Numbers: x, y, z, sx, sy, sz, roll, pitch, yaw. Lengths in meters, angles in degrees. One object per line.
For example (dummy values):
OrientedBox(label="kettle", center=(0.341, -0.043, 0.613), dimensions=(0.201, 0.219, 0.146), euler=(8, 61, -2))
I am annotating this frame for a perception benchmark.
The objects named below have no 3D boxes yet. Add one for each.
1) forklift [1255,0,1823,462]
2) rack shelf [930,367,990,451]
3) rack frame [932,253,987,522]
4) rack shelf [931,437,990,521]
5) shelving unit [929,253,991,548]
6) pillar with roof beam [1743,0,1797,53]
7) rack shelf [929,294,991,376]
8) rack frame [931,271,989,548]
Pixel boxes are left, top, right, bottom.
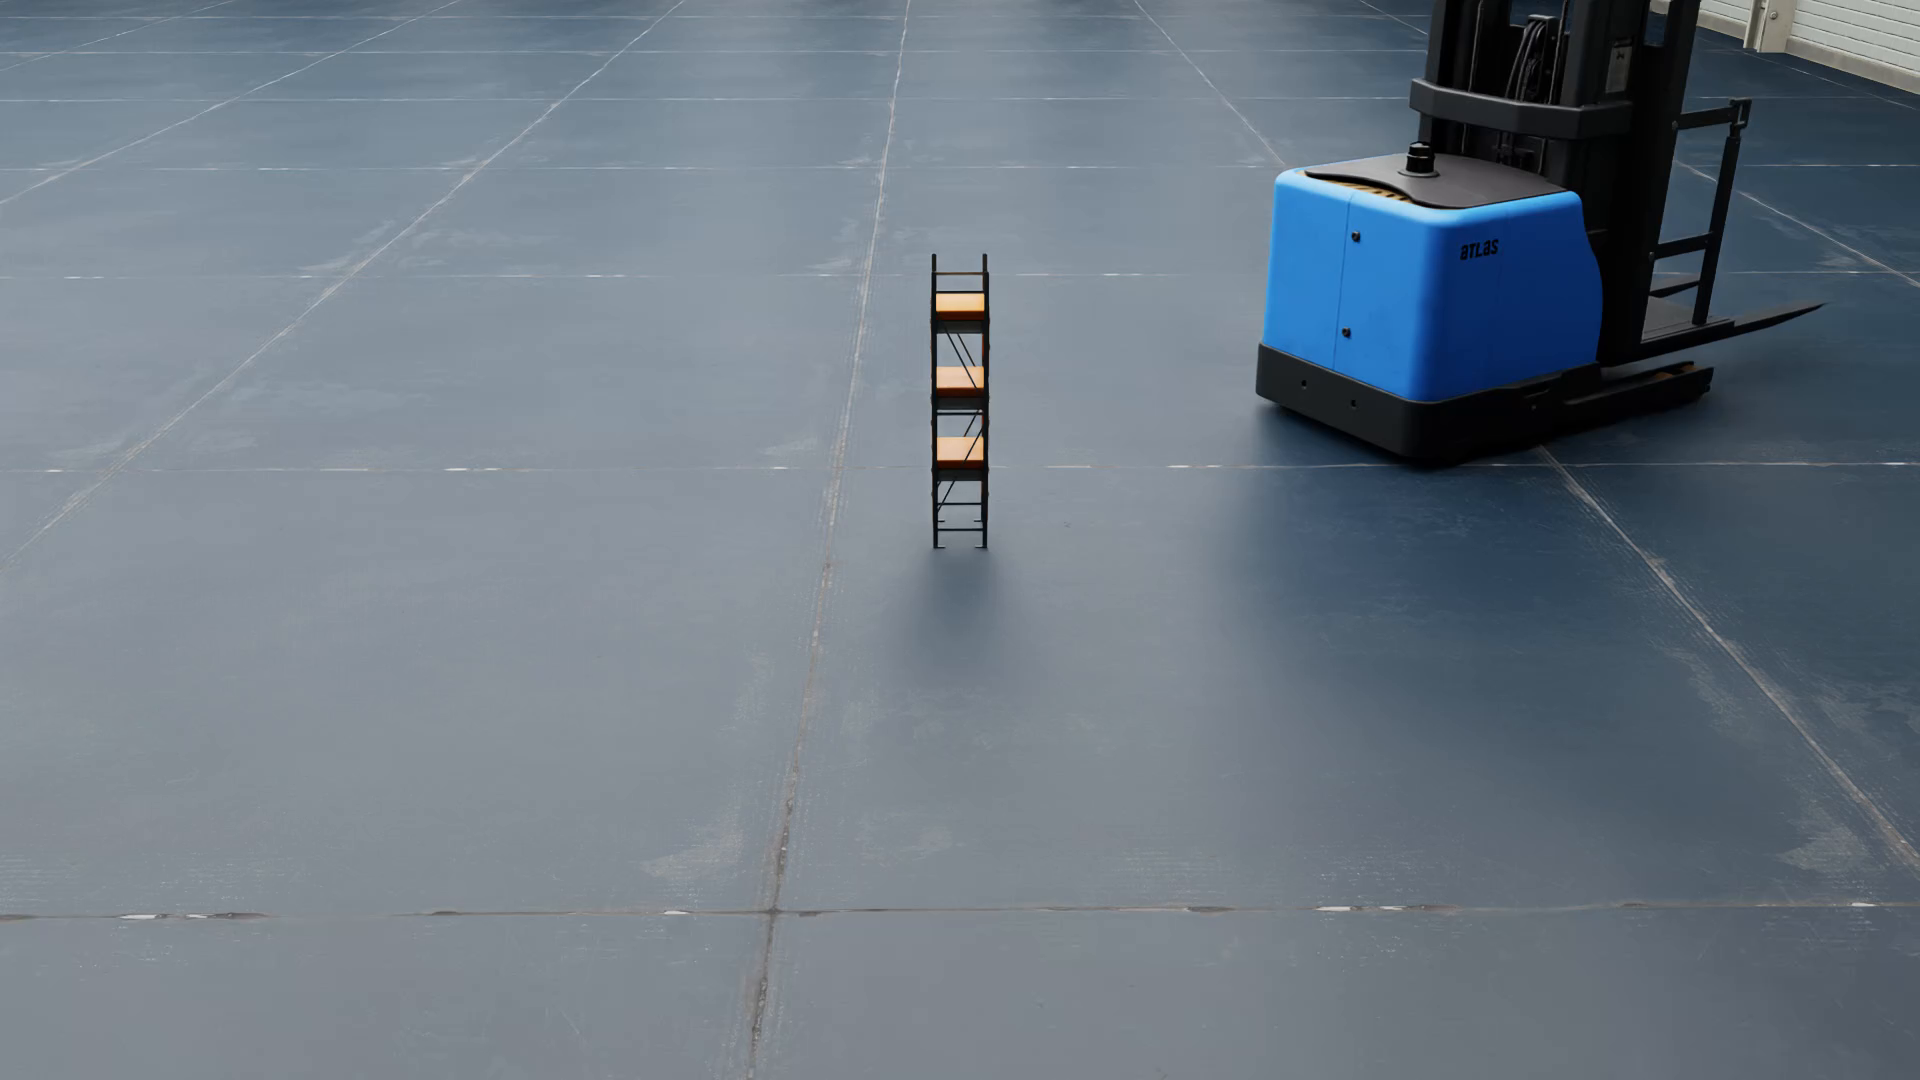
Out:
OrientedBox(label="forklift", center=(2.864, -2.101, 7.339), dimensions=(3.031, 2.935, 1.130), euler=(-14, 28, -29))
OrientedBox(label="rack shelf", center=(-0.001, -0.491, 6.087), dimensions=(0.215, 0.259, 0.240), euler=(0, 24, -1))
OrientedBox(label="rack frame", center=(-0.002, -0.551, 6.194), dimensions=(0.200, 1.050, 0.008), euler=(0, 24, -1))
OrientedBox(label="rack shelf", center=(-0.001, -0.238, 6.201), dimensions=(0.215, 0.259, 0.240), euler=(0, 24, -1))
OrientedBox(label="shelving unit", center=(-0.001, -0.500, 6.082), dimensions=(0.215, 1.050, 0.252), euler=(0, 24, -1))
OrientedBox(label="pillar with roof beam", center=(4.380, -9.368, 16.044), dimensions=(9.100, 9.000, 0.400), euler=(0, 24, -1))
OrientedBox(label="rack shelf", center=(-0.001, -0.749, 5.970), dimensions=(0.215, 0.259, 0.240), euler=(0, 24, -1))
OrientedBox(label="rack frame", center=(0.001, -0.450, 5.971), dimensions=(0.200, 1.050, 0.008), euler=(0, 24, -1))
